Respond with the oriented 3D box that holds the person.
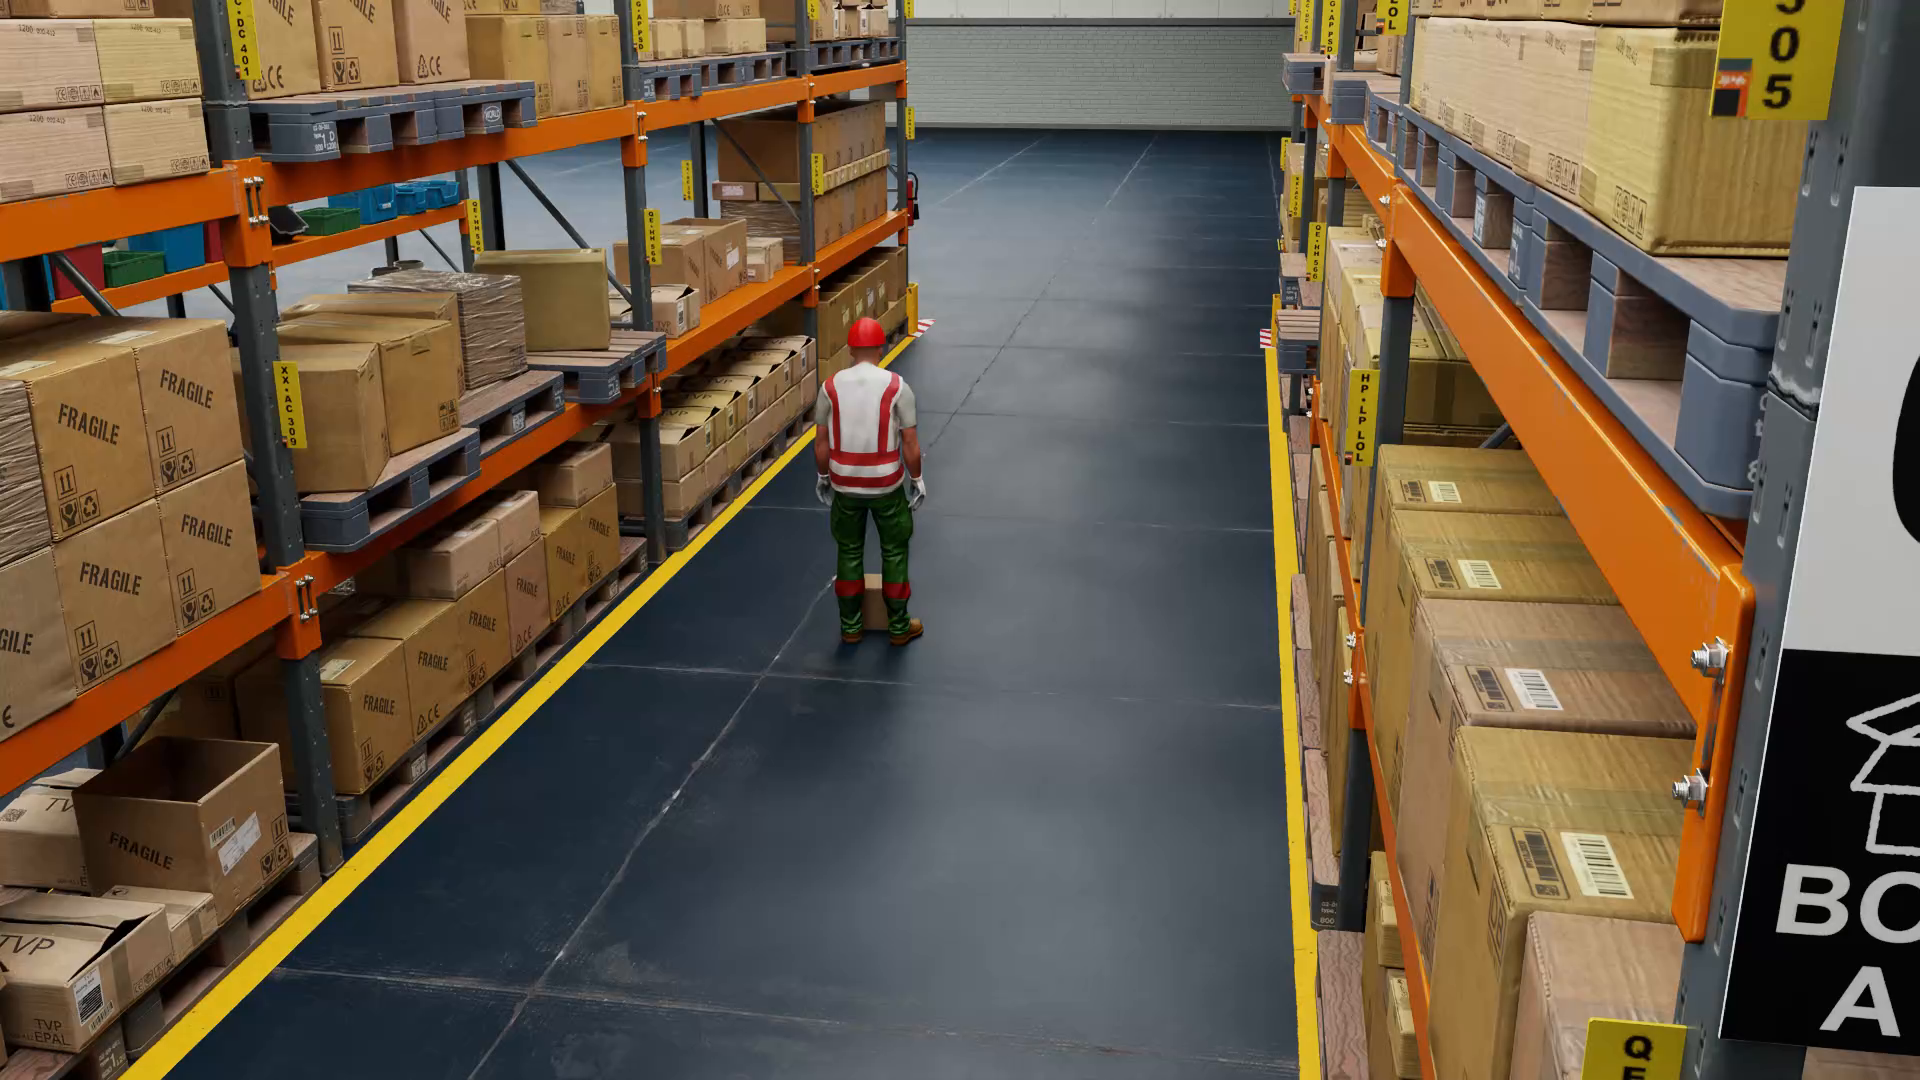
[{"bbox_3d":[-0.487,-0.308,8.990,0.608,1.780,0.448,3,18,9],"label":"person"}]
